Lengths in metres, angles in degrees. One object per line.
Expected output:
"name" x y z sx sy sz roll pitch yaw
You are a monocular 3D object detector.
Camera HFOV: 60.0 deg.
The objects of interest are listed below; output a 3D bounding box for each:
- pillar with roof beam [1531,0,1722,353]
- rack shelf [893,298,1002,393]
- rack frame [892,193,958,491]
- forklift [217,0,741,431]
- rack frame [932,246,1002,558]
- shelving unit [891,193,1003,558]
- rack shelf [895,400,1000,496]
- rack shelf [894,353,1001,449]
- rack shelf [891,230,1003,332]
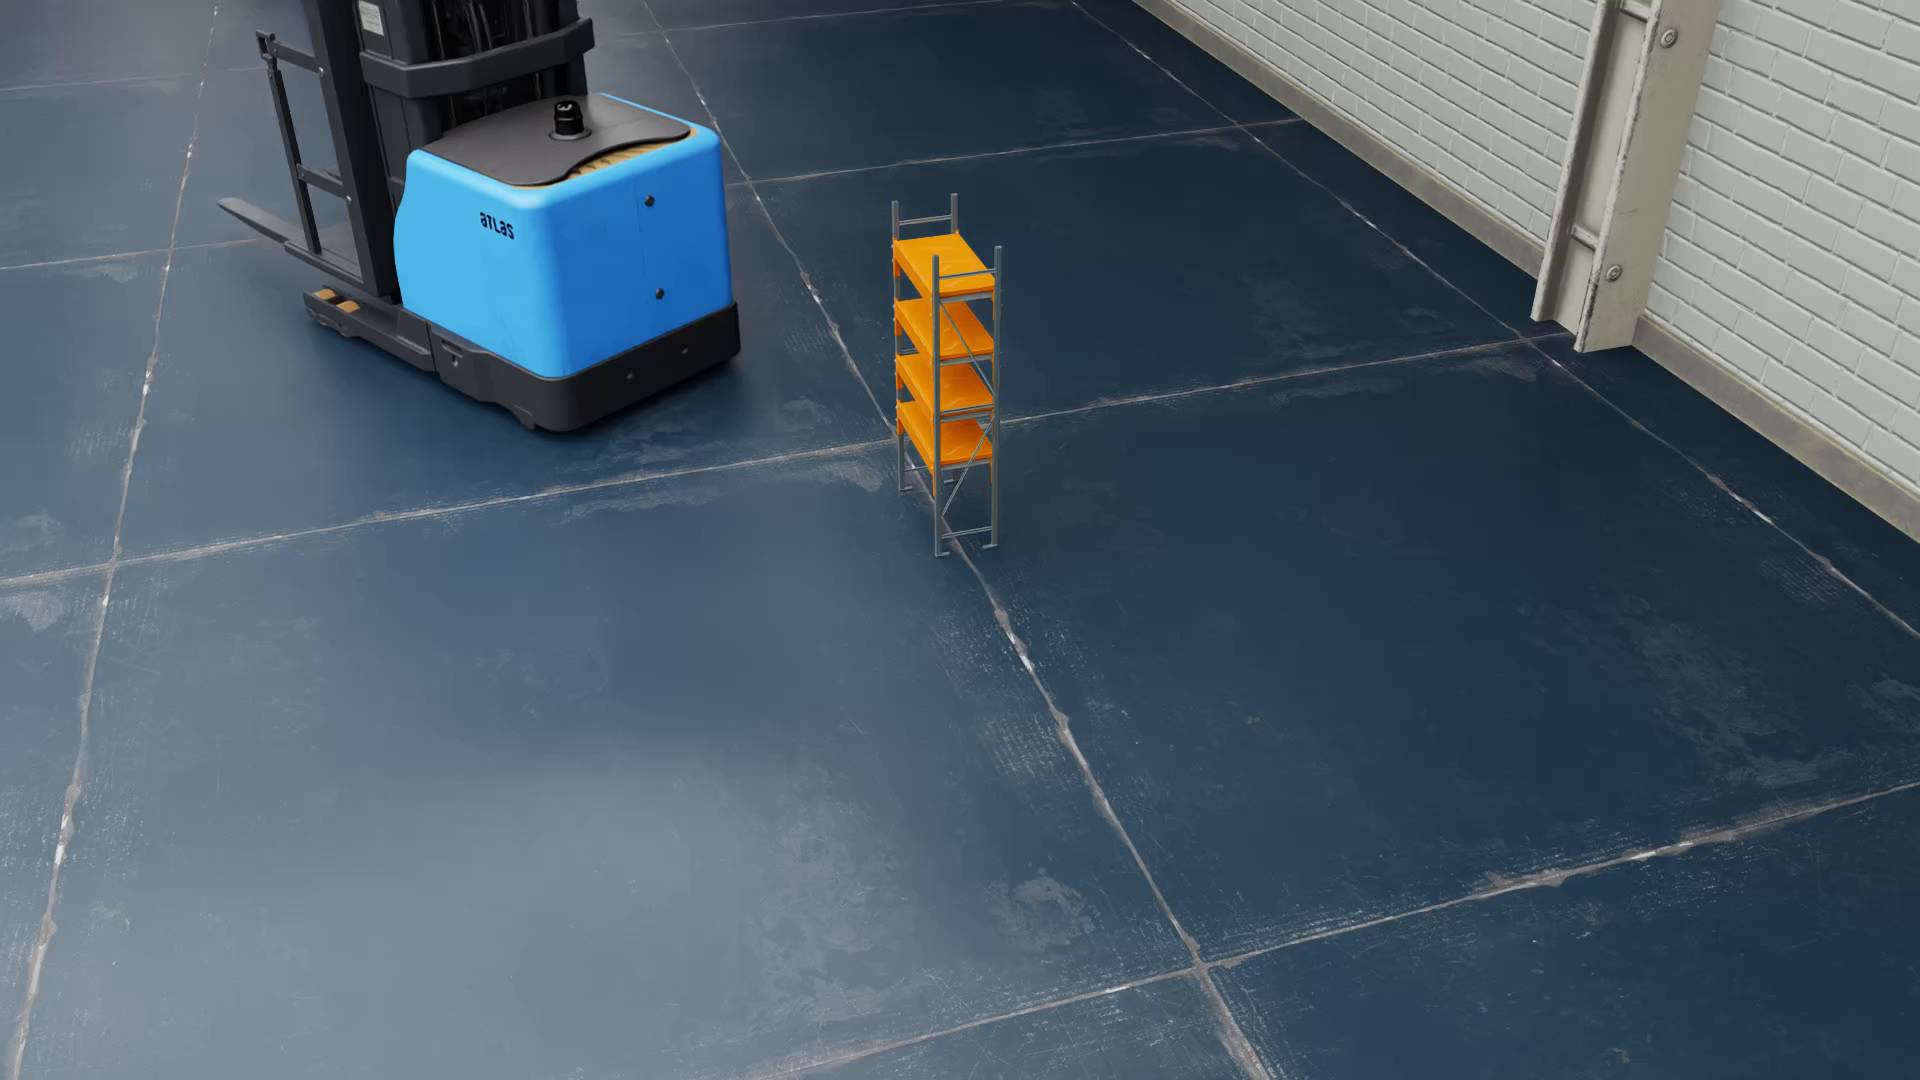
"pillar with roof beam" -1.205 -4.007 4.152 9.100 9.000 0.400 -10 35 -15
"rack shelf" -0.051 -0.718 5.964 0.258 0.148 0.480 -10 35 -15
"rack frame" -0.125 -0.716 6.245 0.240 1.200 0.015 -10 35 -15
"forklift" -2.417 -2.348 7.145 3.031 2.935 1.130 26 41 33
"rack frame" 0.024 -0.459 5.857 0.240 1.200 0.015 -10 35 -15
"shelving unit" -0.051 -0.587 6.051 0.258 1.200 0.503 -10 35 -15
"rack shelf" -0.051 -0.366 6.197 0.258 0.148 0.480 -10 35 -15
"rack shelf" -0.051 -0.531 6.088 0.258 0.148 0.480 -10 35 -15
"rack shelf" -0.051 -0.915 5.834 0.258 0.148 0.480 -10 35 -15
